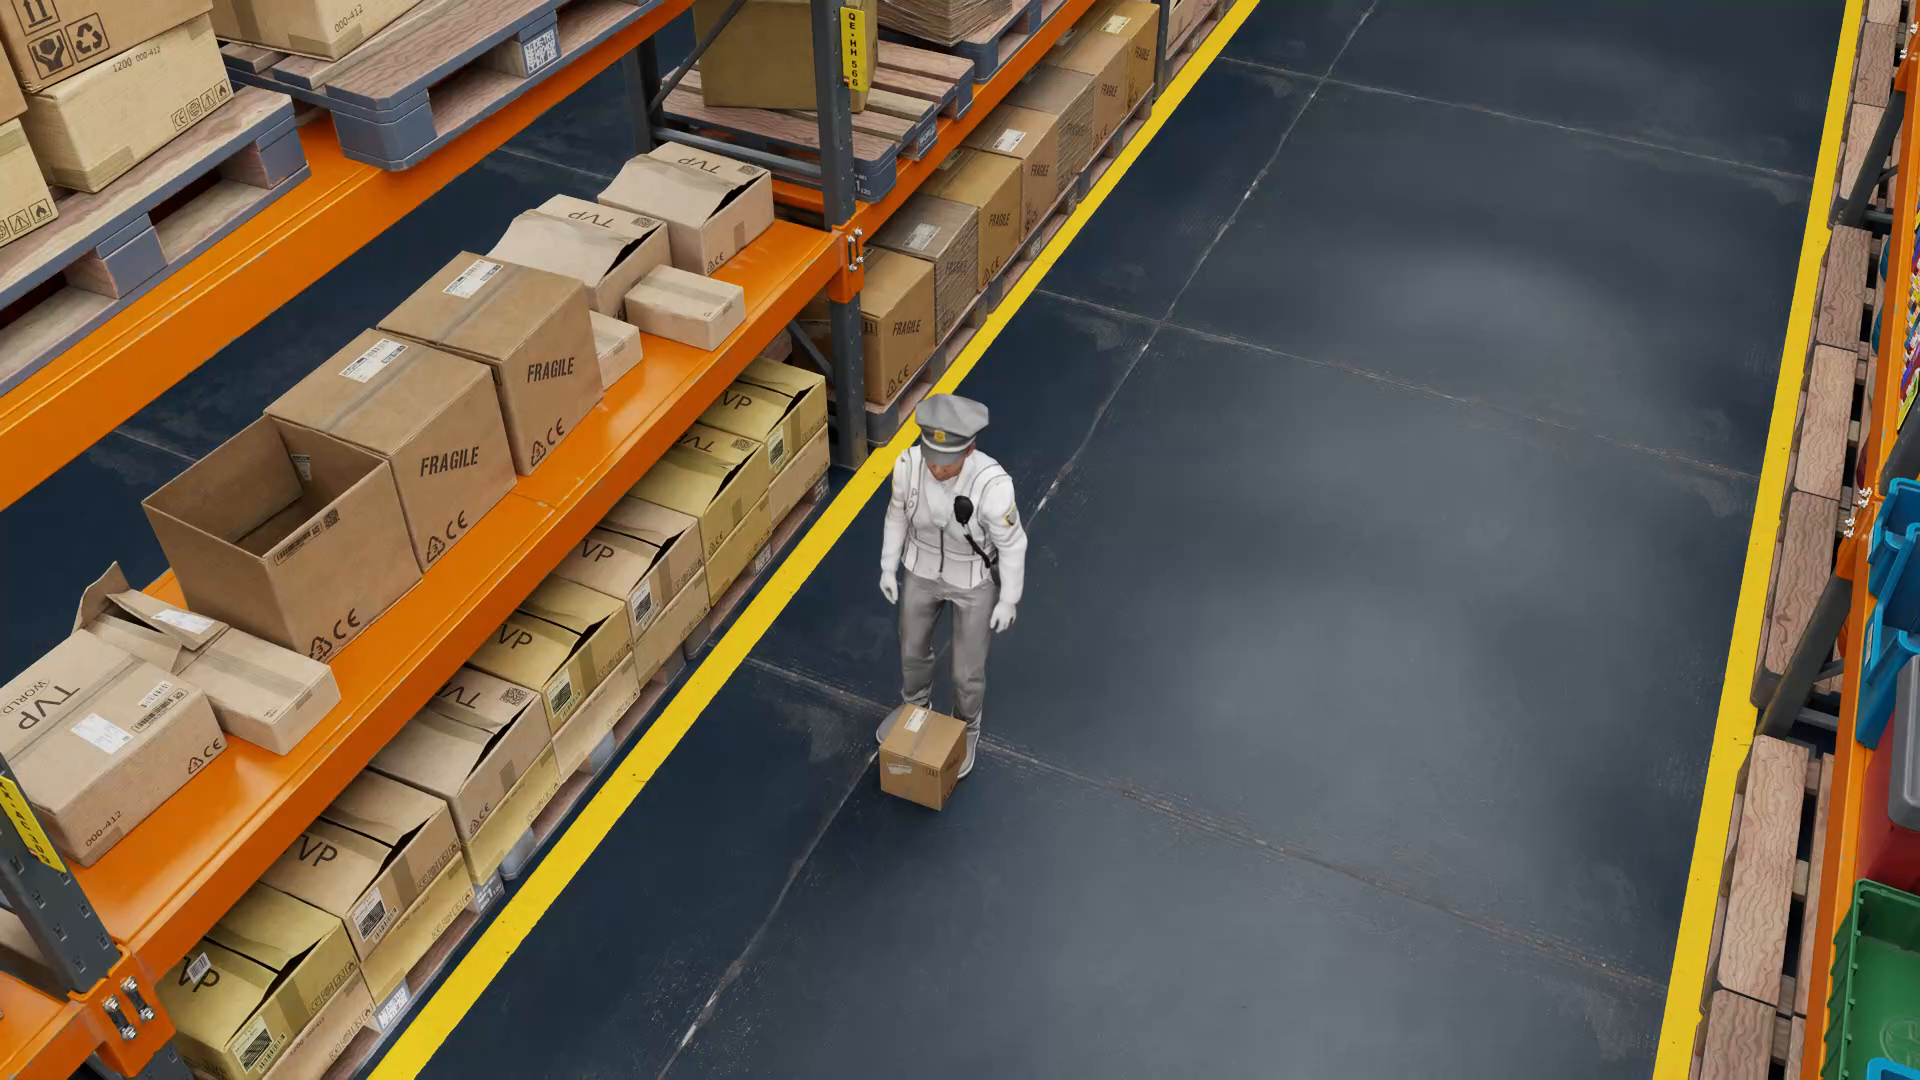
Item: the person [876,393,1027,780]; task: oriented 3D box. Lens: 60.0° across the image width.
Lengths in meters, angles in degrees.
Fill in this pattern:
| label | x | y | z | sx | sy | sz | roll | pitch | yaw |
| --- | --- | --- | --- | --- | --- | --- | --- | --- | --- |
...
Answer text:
| label | x | y | z | sx | sy | sz | roll | pitch | yaw |
| --- | --- | --- | --- | --- | --- | --- | --- | --- | --- |
| person | -0.042 | 0.163 | 5.975 | 0.547 | 1.666 | 0.410 | 15 | 44 | 16 |
